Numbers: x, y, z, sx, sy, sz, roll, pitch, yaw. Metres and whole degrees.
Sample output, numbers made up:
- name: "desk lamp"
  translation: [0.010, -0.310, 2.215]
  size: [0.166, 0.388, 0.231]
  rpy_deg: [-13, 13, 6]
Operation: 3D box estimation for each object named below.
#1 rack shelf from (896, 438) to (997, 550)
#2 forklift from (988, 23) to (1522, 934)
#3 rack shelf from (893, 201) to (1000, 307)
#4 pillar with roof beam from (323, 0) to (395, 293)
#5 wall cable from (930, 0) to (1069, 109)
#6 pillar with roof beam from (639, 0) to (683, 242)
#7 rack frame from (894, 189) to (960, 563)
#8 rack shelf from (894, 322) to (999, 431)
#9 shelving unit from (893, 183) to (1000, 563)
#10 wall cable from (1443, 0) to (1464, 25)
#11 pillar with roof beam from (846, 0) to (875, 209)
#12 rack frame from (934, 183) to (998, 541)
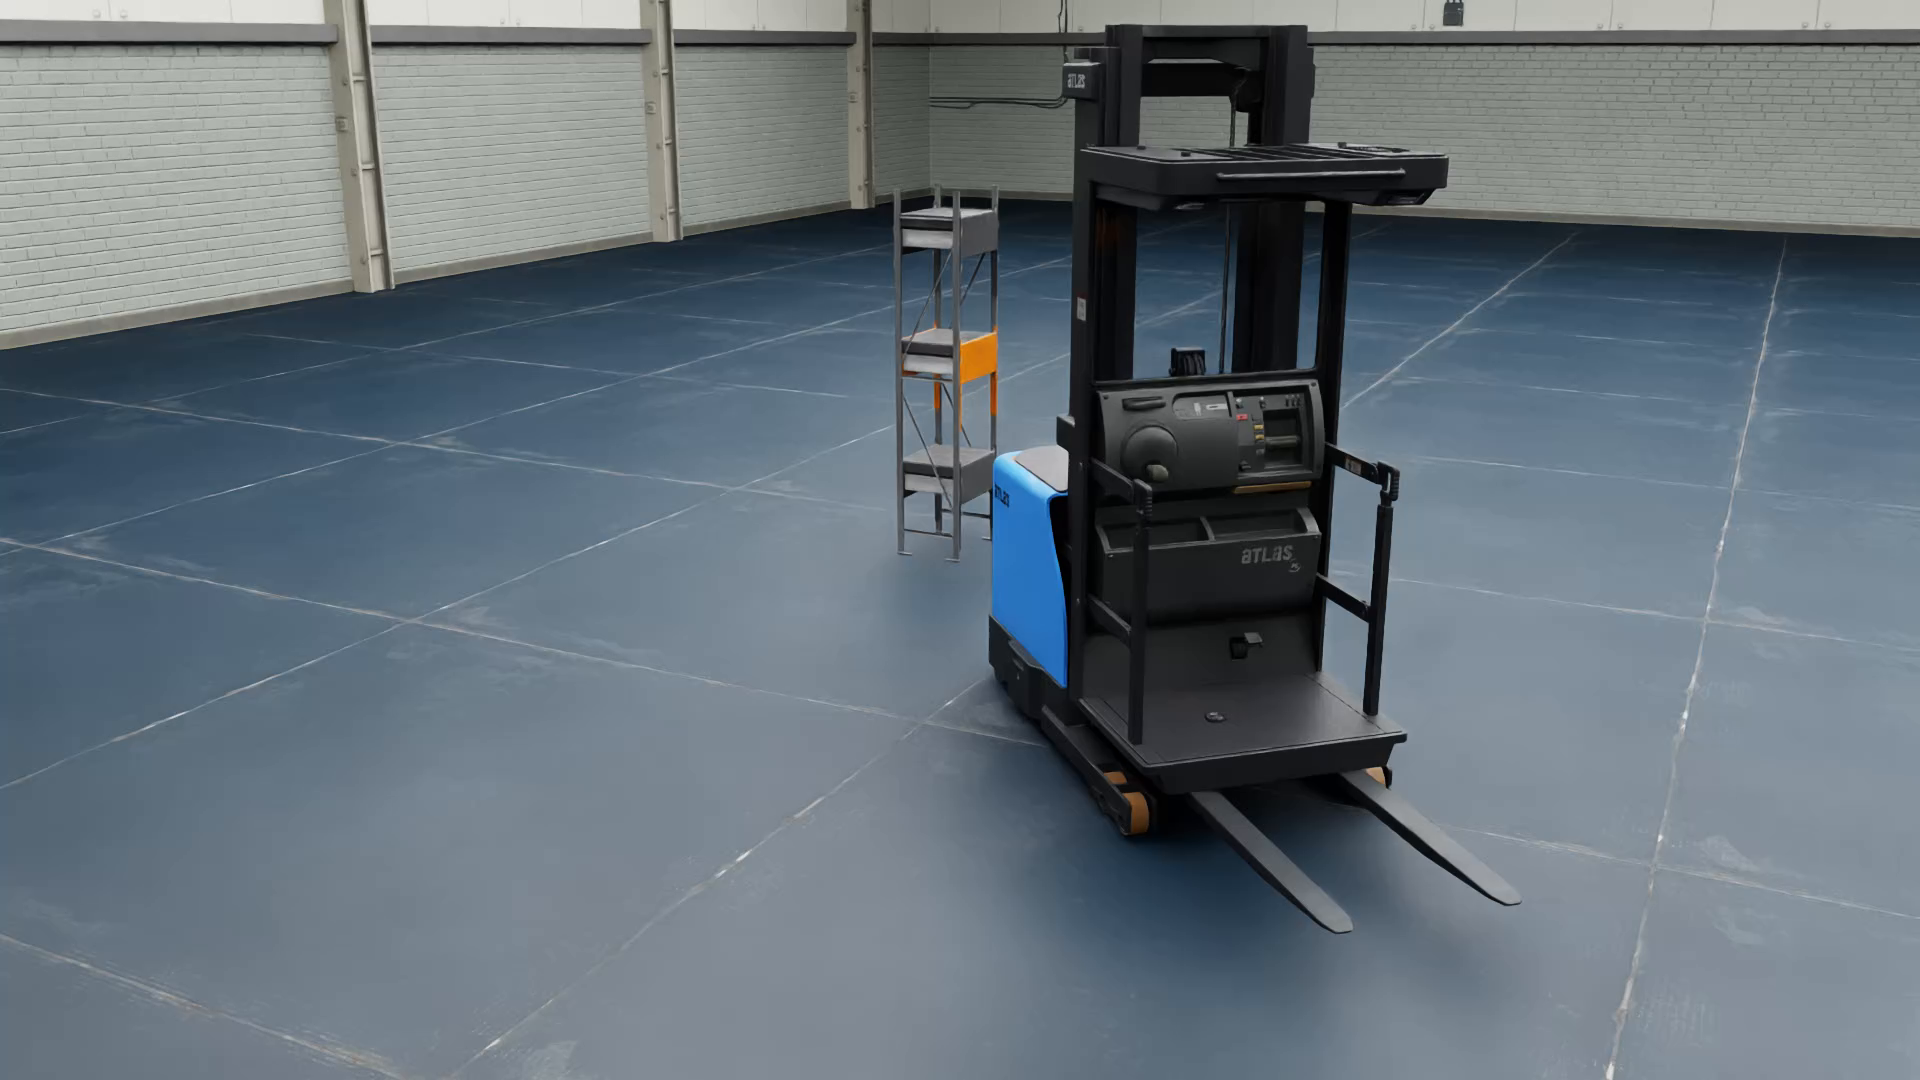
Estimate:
- name: "rack shelf"
  translation: [-0.074, -0.280, 9.787]
  size: [0.431, 0.518, 0.480]
  rpy_deg: [8, 18, 25]
- name: "forklift"
  translation: [1.048, -0.415, 6.275]
  size: [1.130, 2.935, 3.031]
  rpy_deg: [-5, 17, -16]
- name: "rack shelf"
  translation: [-0.074, -1.622, 9.388]
  size: [0.431, 0.518, 0.480]
  rpy_deg: [8, 18, 25]
- name: "pillar with roof beam"
  translation: [-3.308, -6.822, 17.189]
  size: [9.100, 9.000, 0.400]
  rpy_deg: [8, 18, 25]
- name: "wall cable"
  translation: [0.702, -9.520, 31.726]
  size: [3.097, 2.526, 0.112]
  rpy_deg: [8, 18, 25]
- name: "pillar with roof beam"
  translation: [-0.627, -8.351, 22.334]
  size: [9.100, 9.000, 0.400]
  rpy_deg: [8, 18, 25]
- name: "rack frame"
  translation: [-0.183, -0.902, 9.374]
  size: [0.400, 2.100, 0.015]
  rpy_deg: [8, 18, 25]
- name: "rack shelf"
  translation: [-0.074, -0.951, 9.587]
  size: [0.431, 0.518, 0.480]
  rpy_deg: [8, 18, 25]
- name: "shelving unit"
  translation: [-0.074, -0.964, 9.583]
  size: [0.431, 2.100, 0.503]
  rpy_deg: [8, 18, 25]
- name: "wall cable"
  translation: [9.188, -11.427, 26.720]
  size: [2.305, 6.003, 0.169]
  rpy_deg: [8, 18, 25]
- name: "pillar with roof beam"
  translation: [2.054, -9.879, 27.480]
  size: [9.100, 9.000, 0.400]
  rpy_deg: [8, 18, 25]
- name: "rack frame"
  translation: [0.035, -1.027, 9.793]
  size: [0.400, 2.100, 0.015]
  rpy_deg: [8, 18, 25]
